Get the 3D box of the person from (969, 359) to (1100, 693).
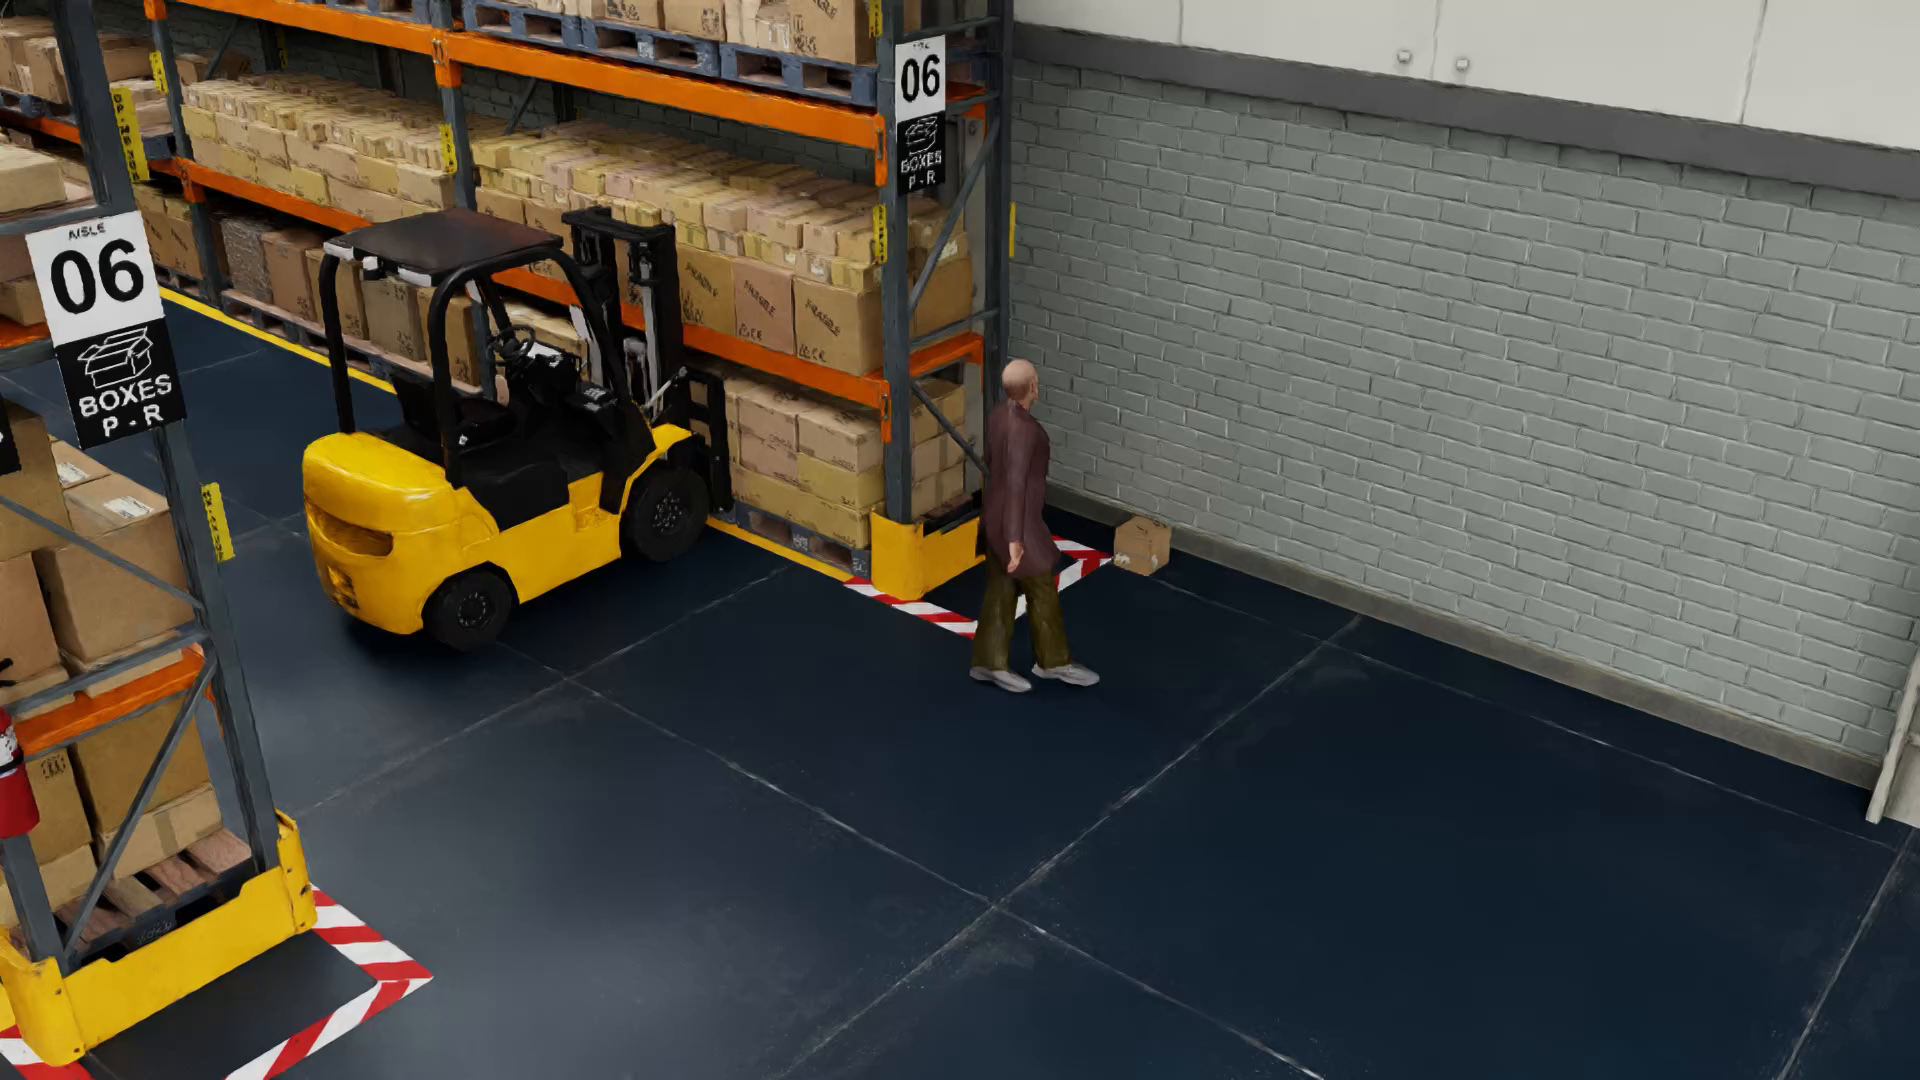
[{"bbox_3d":[0.378,-0.081,8.798,0.698,1.771,0.668,-5,27,-10],"label":"person"}]
